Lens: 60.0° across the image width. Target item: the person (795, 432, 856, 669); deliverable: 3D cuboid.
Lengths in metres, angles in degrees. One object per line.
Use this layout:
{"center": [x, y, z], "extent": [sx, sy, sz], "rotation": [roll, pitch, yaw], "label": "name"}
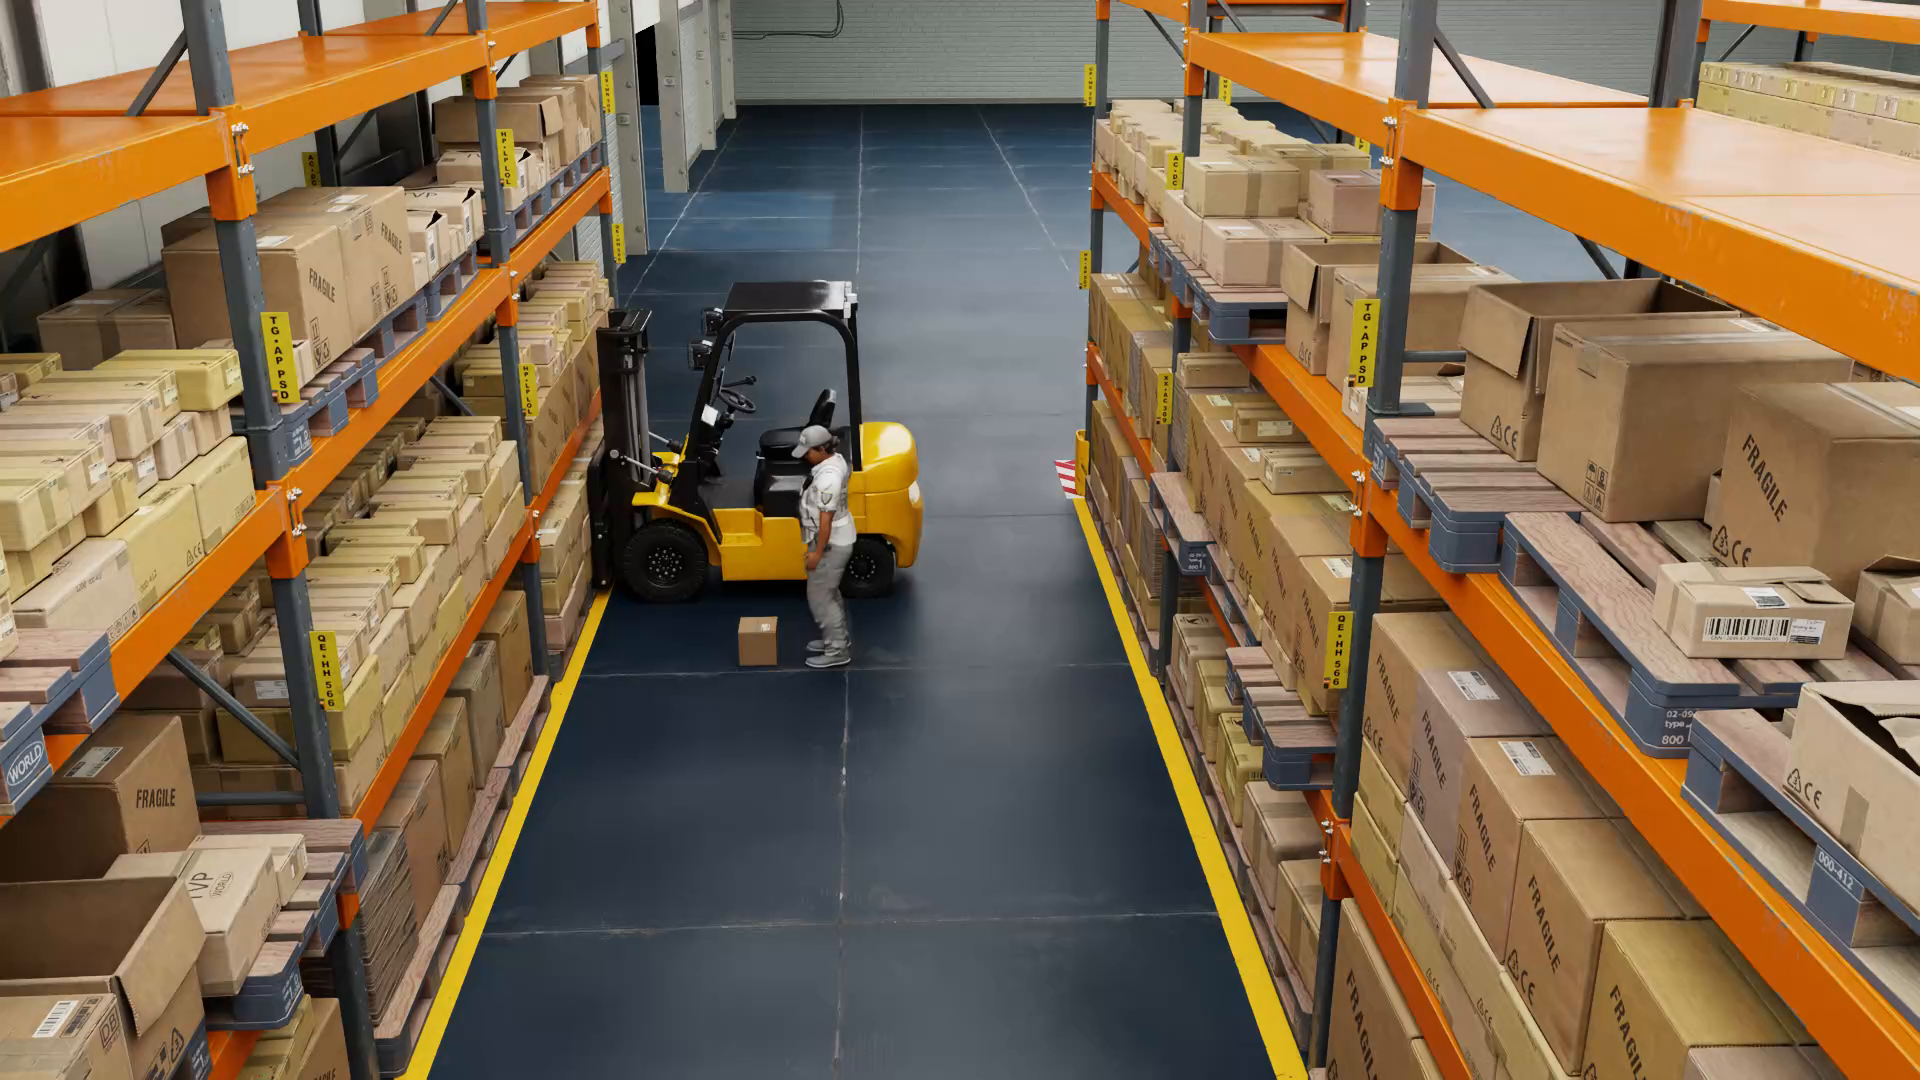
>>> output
{"center": [-0.878, 0.046, 11.021], "extent": [0.388, 1.628, 0.478], "rotation": [-1, 21, -2], "label": "person"}
